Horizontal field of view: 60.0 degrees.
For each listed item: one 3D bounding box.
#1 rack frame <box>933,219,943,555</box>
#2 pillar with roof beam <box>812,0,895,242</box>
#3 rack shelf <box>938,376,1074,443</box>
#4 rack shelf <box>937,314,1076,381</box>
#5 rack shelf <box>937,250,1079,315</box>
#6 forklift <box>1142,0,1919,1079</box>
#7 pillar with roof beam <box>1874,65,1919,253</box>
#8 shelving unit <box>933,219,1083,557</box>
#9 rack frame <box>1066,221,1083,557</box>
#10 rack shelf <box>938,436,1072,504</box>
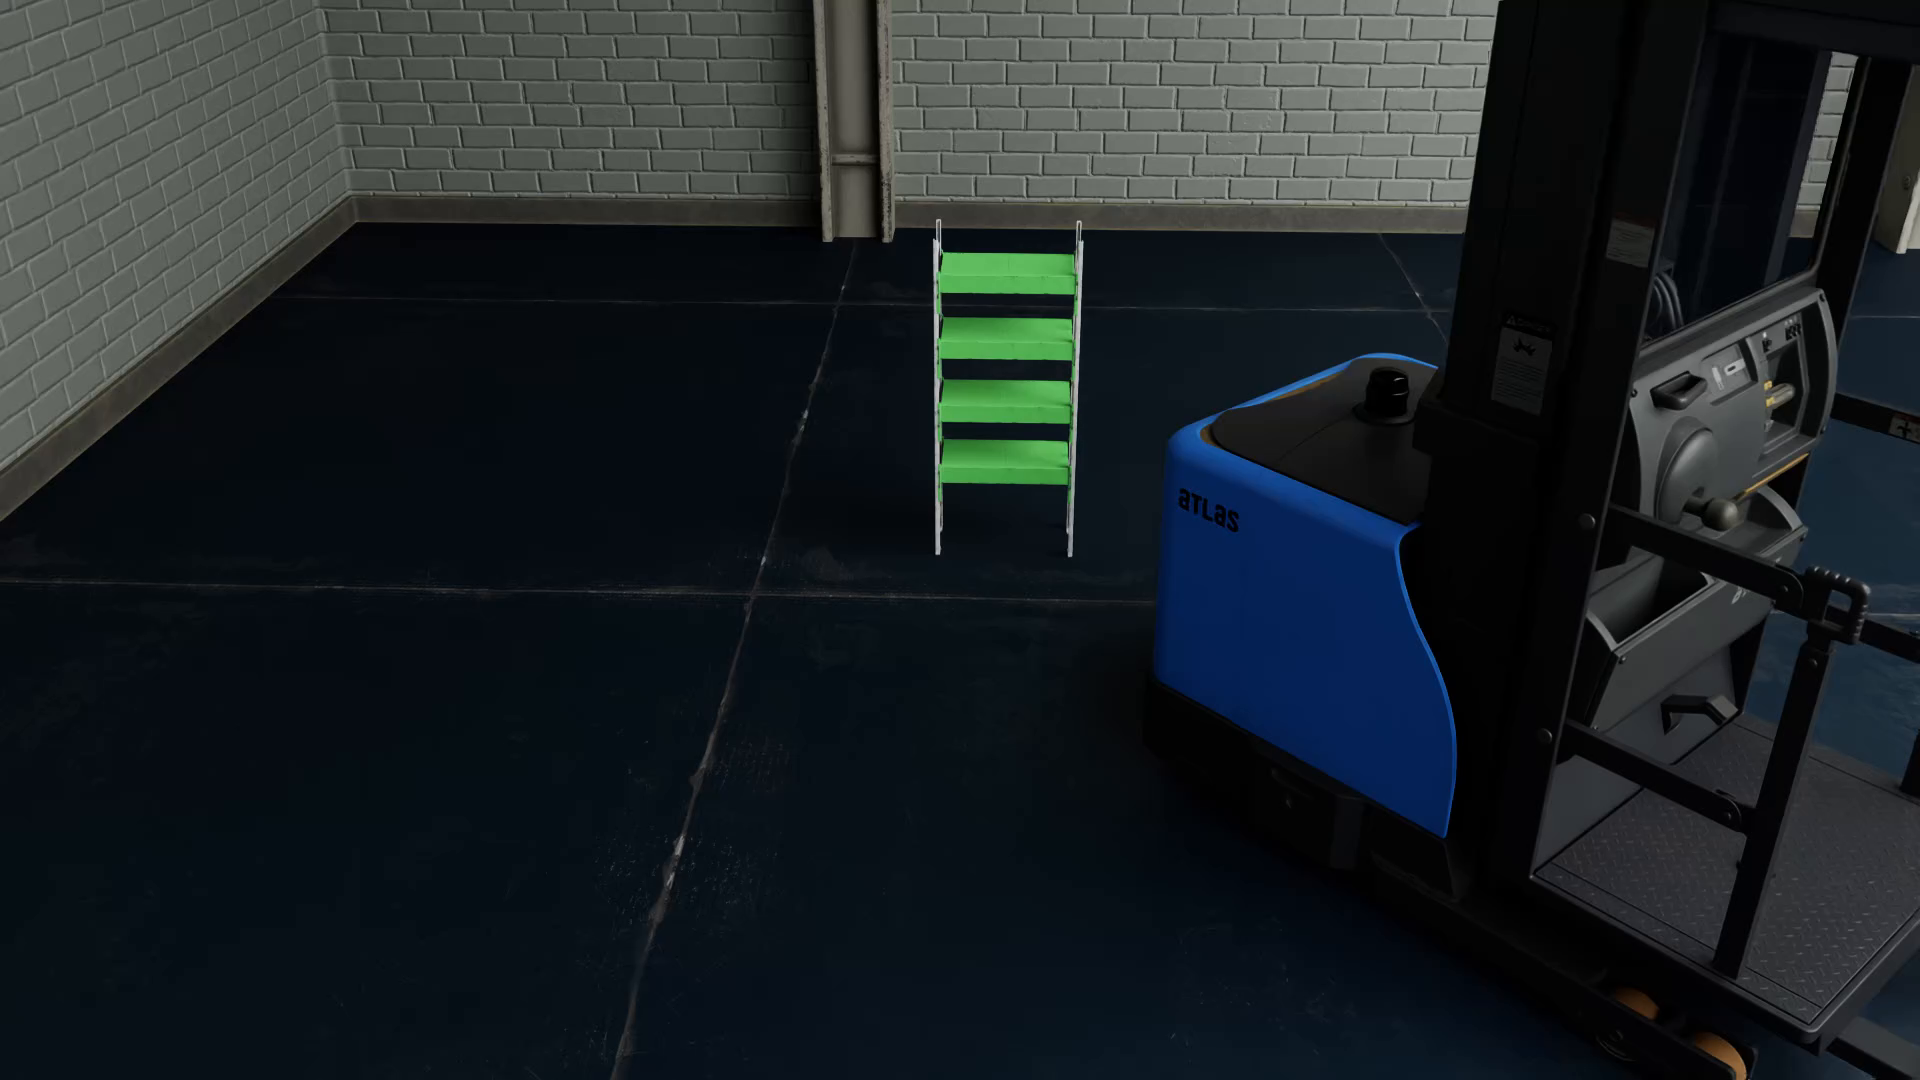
[{"bbox_3d":[-0.078,-0.531,5.971,0.015,1.200,0.240,1,28,2],"label":"rack frame"},{"bbox_3d":[-0.733,-3.726,3.671,0.400,9.000,9.100,1,28,2],"label":"pillar with roof beam"},{"bbox_3d":[0.165,-0.471,5.994,0.480,0.148,0.258,1,28,2],"label":"rack shelf"},{"bbox_3d":[0.165,-0.683,5.881,0.480,0.148,0.258,1,28,2],"label":"rack shelf"},{"bbox_3d":[0.165,-0.895,5.769,0.480,0.148,0.258,1,28,2],"label":"rack shelf"},{"bbox_3d":[1.895,-0.269,3.627,1.130,2.935,3.031,-22,35,-36],"label":"forklift"},{"bbox_3d":[5.263,-3.627,3.484,0.400,9.000,9.100,1,28,2],"label":"pillar with roof beam"},{"bbox_3d":[0.165,-0.527,5.964,0.503,1.200,0.258,1,28,2],"label":"shelving unit"},{"bbox_3d":[0.409,-0.523,5.956,0.015,1.200,0.240,1,28,2],"label":"rack frame"},{"bbox_3d":[0.165,-0.259,6.106,0.480,0.148,0.258,1,28,2],"label":"rack shelf"}]
